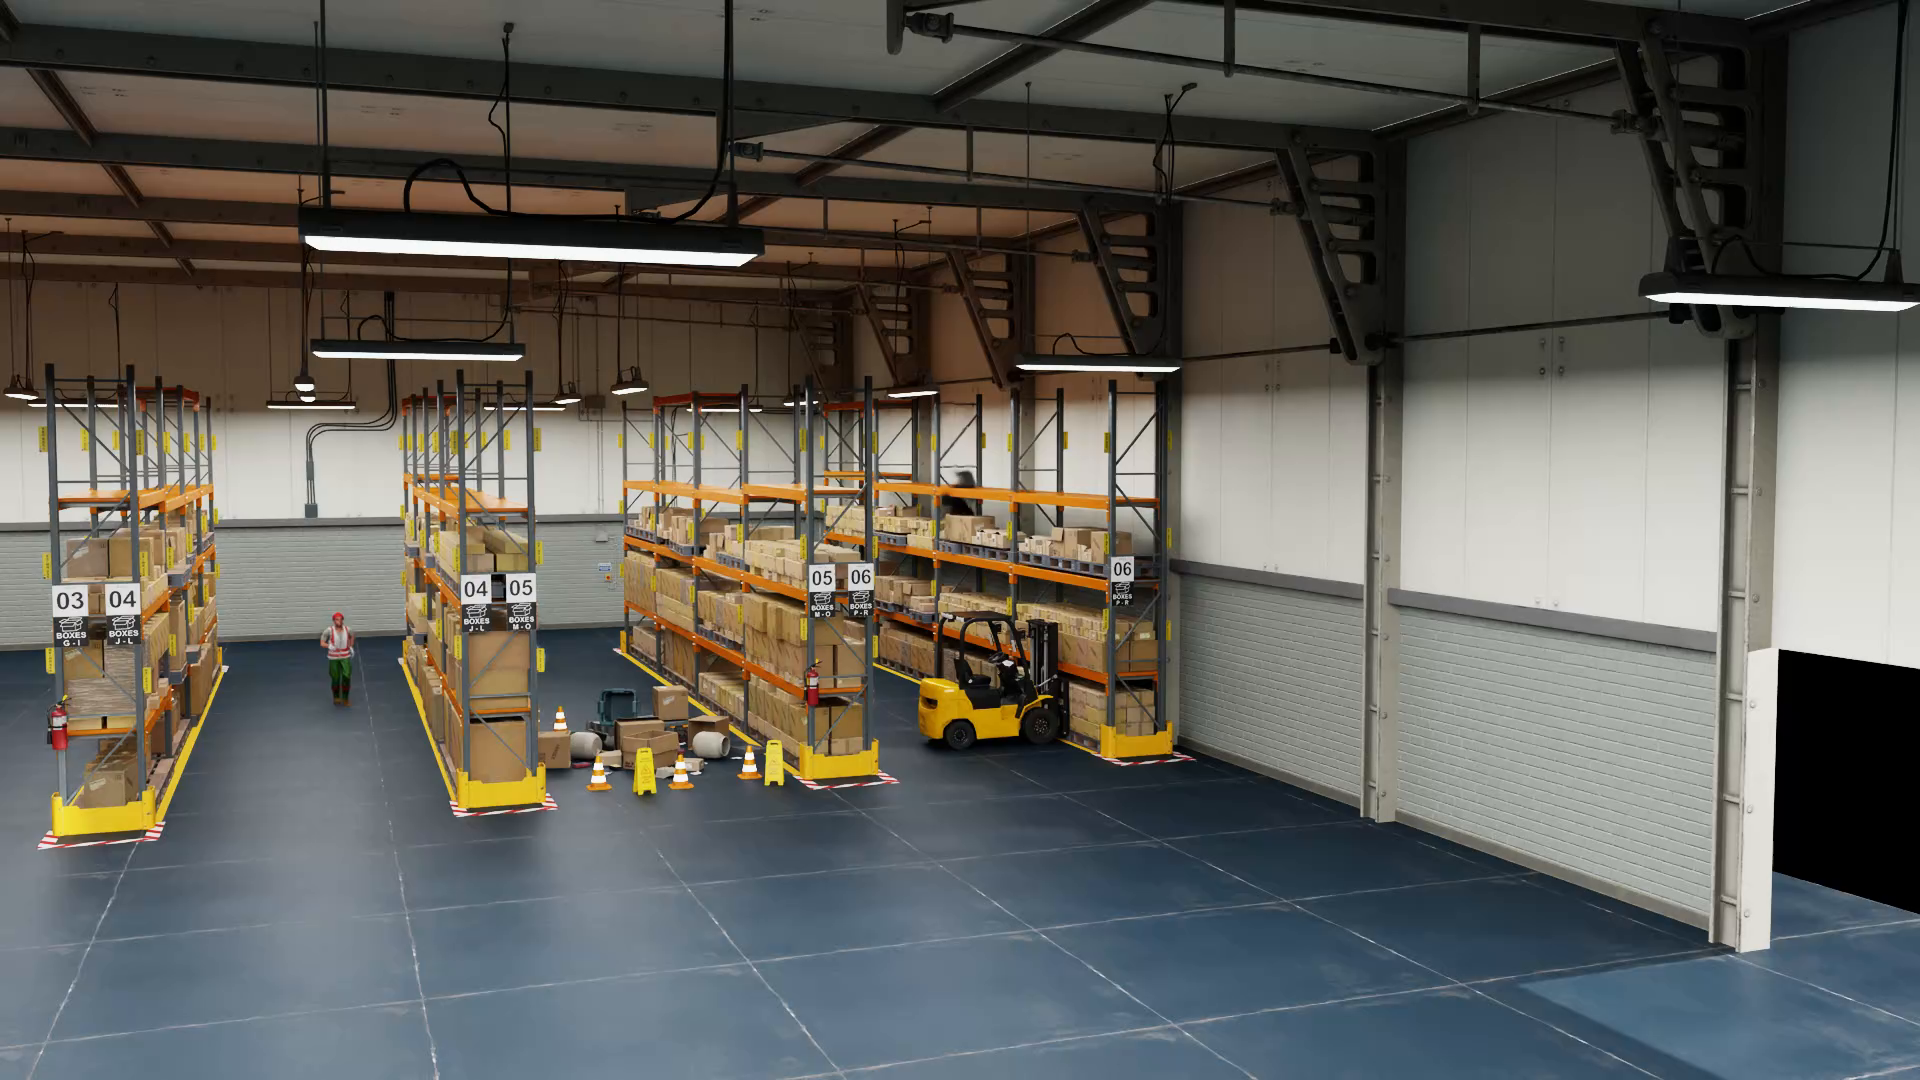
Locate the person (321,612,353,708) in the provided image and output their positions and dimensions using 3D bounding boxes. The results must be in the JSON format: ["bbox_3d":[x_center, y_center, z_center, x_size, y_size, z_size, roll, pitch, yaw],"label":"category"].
[{"bbox_3d":[-11.806,2.273,31.552,0.607,1.823,0.612,-2,4,-27],"label":"person"}]
